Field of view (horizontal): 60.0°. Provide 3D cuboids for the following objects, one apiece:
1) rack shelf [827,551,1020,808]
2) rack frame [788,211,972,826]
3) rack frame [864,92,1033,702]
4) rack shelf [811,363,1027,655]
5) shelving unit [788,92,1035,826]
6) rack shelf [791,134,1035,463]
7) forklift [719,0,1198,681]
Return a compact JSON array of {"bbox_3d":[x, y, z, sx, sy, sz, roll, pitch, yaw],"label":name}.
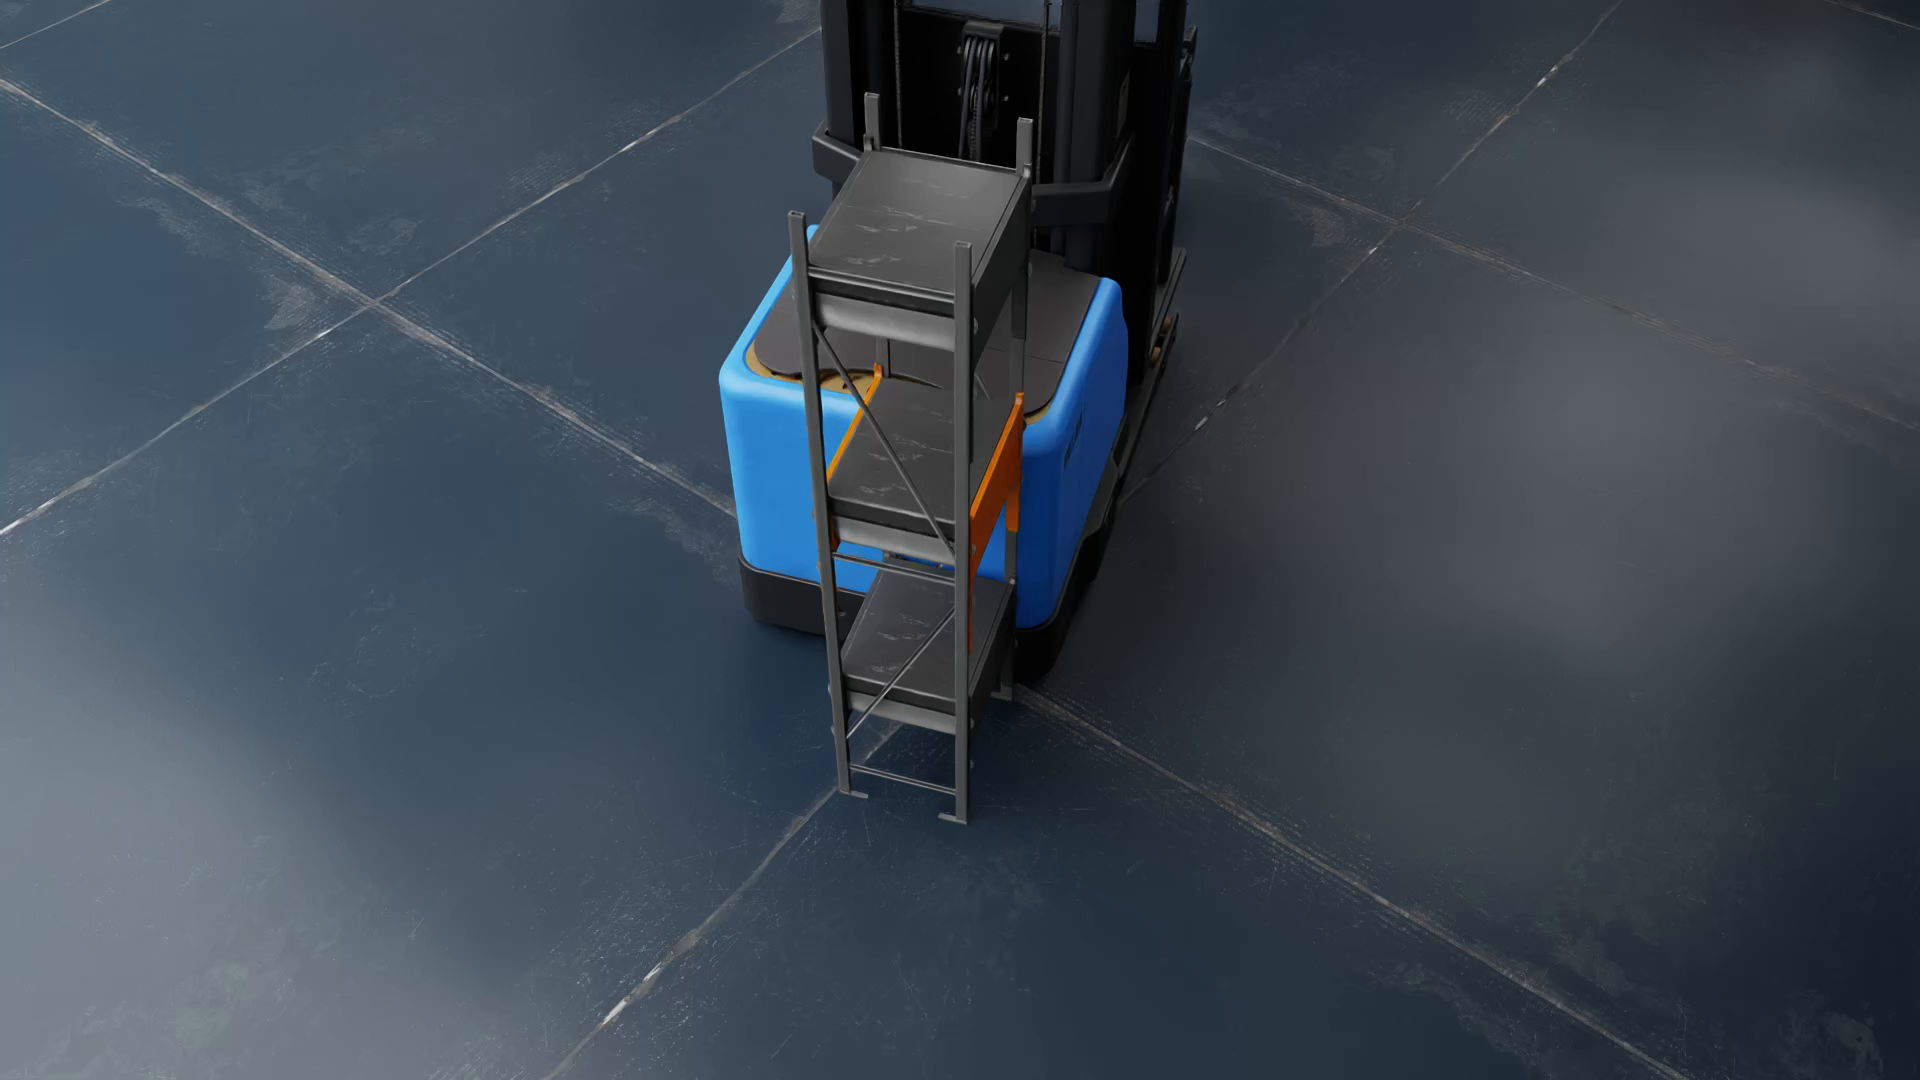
[{"bbox_3d":[-0.098,0.401,4.902,0.431,0.518,0.480,12,48,12],"label":"rack shelf"},{"bbox_3d":[-0.169,0.077,4.224,0.400,2.100,0.015,12,48,12],"label":"rack frame"},{"bbox_3d":[-0.028,-0.261,4.547,0.400,2.100,0.015,12,48,12],"label":"rack frame"},{"bbox_3d":[-0.098,-0.083,4.396,0.431,0.518,0.480,12,48,12],"label":"rack shelf"},{"bbox_3d":[-0.098,-0.092,4.386,0.431,2.100,0.503,12,48,12],"label":"shelving unit"},{"bbox_3d":[-0.098,-0.566,3.889,0.431,0.518,0.480,12,48,12],"label":"rack shelf"},{"bbox_3d":[0.208,-1.657,5.306,1.130,2.935,3.031,12,48,12],"label":"forklift"}]
